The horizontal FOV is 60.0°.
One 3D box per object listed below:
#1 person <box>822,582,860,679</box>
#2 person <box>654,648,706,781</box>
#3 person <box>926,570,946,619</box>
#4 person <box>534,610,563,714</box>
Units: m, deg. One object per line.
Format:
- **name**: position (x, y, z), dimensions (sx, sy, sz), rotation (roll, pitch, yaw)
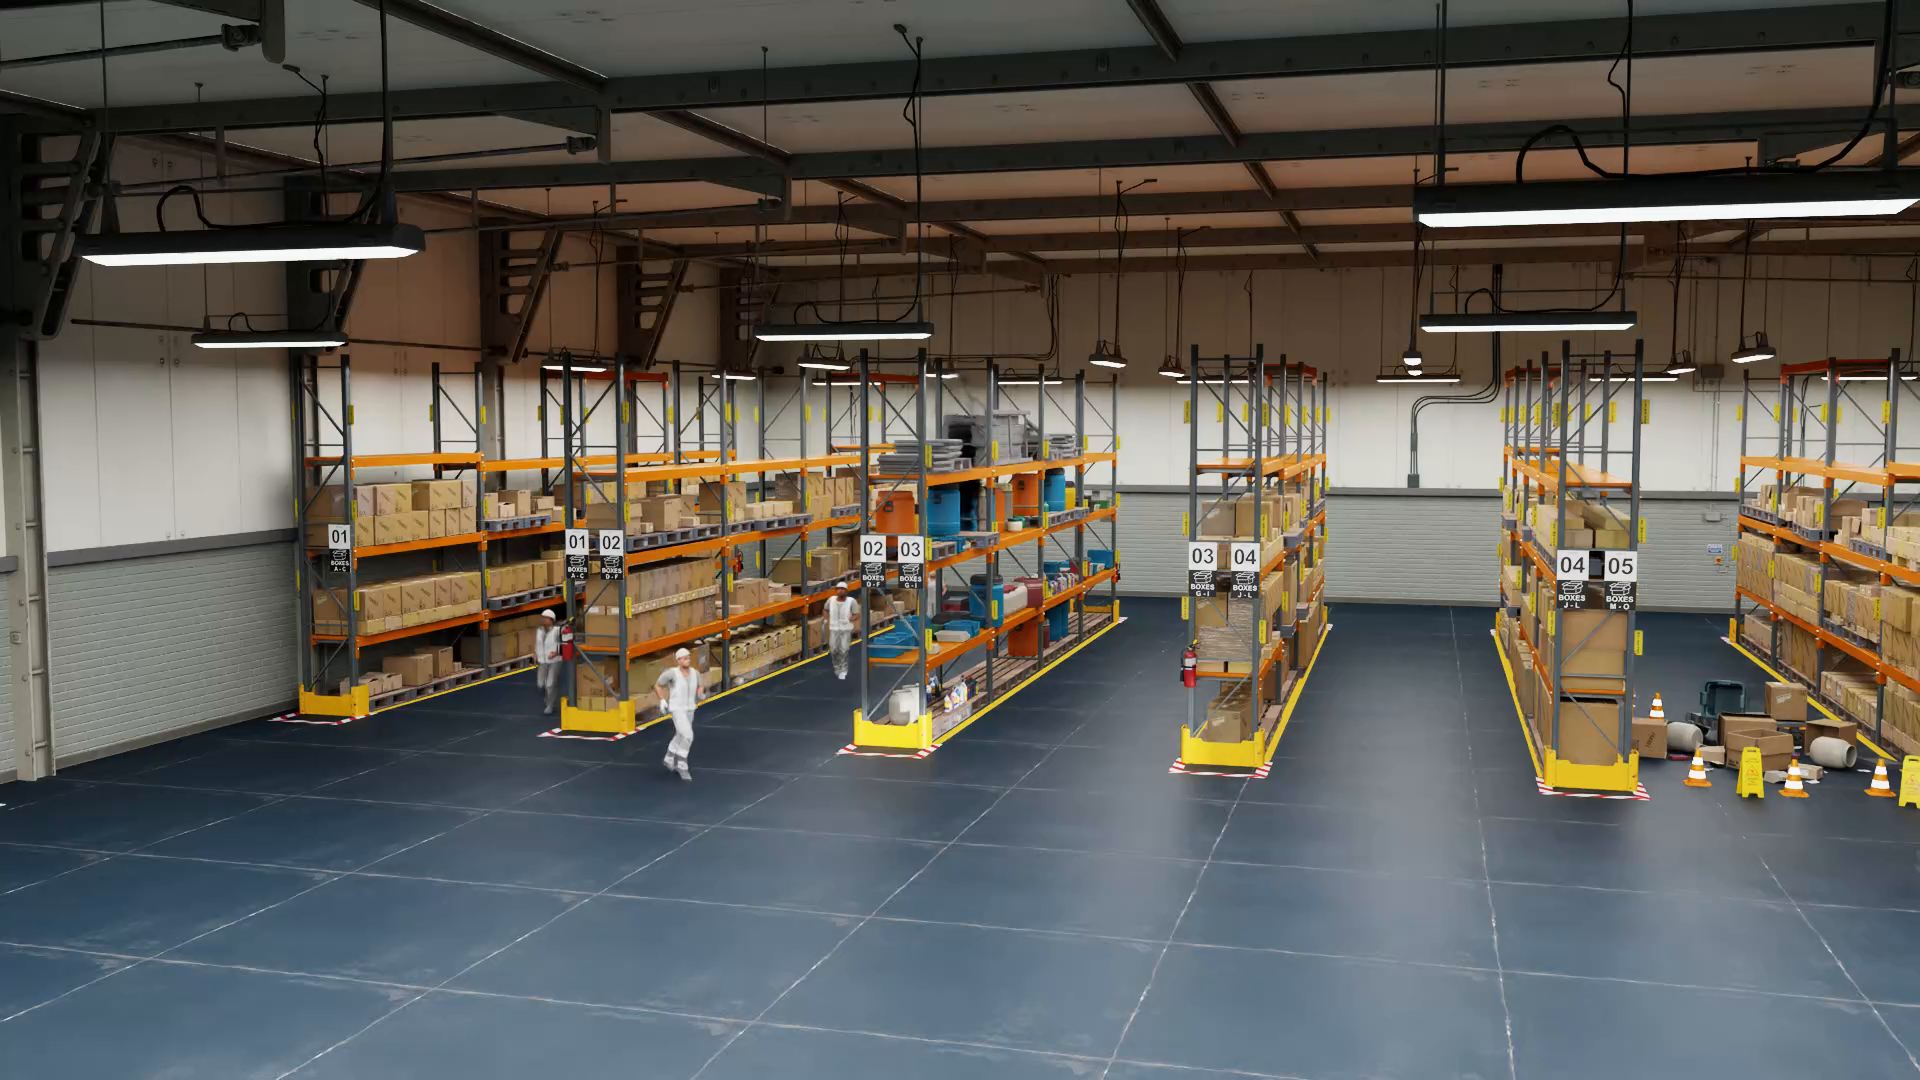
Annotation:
- **person**: position (-2.138, 1.618, 29.636), dimensions (0.697, 1.753, 0.596), rotation (0, 4, 5)
- **person**: position (-3.839, 2.398, 22.977), dimensions (0.815, 1.838, 0.641), rotation (4, 6, 41)
- **person**: position (-0.605, 1.400, 37.035), dimensions (0.554, 1.627, 0.548), rotation (1, 4, 8)
- **person**: position (-6.904, 2.043, 28.022), dimensions (0.656, 1.744, 0.616), rotation (1, 4, 14)
